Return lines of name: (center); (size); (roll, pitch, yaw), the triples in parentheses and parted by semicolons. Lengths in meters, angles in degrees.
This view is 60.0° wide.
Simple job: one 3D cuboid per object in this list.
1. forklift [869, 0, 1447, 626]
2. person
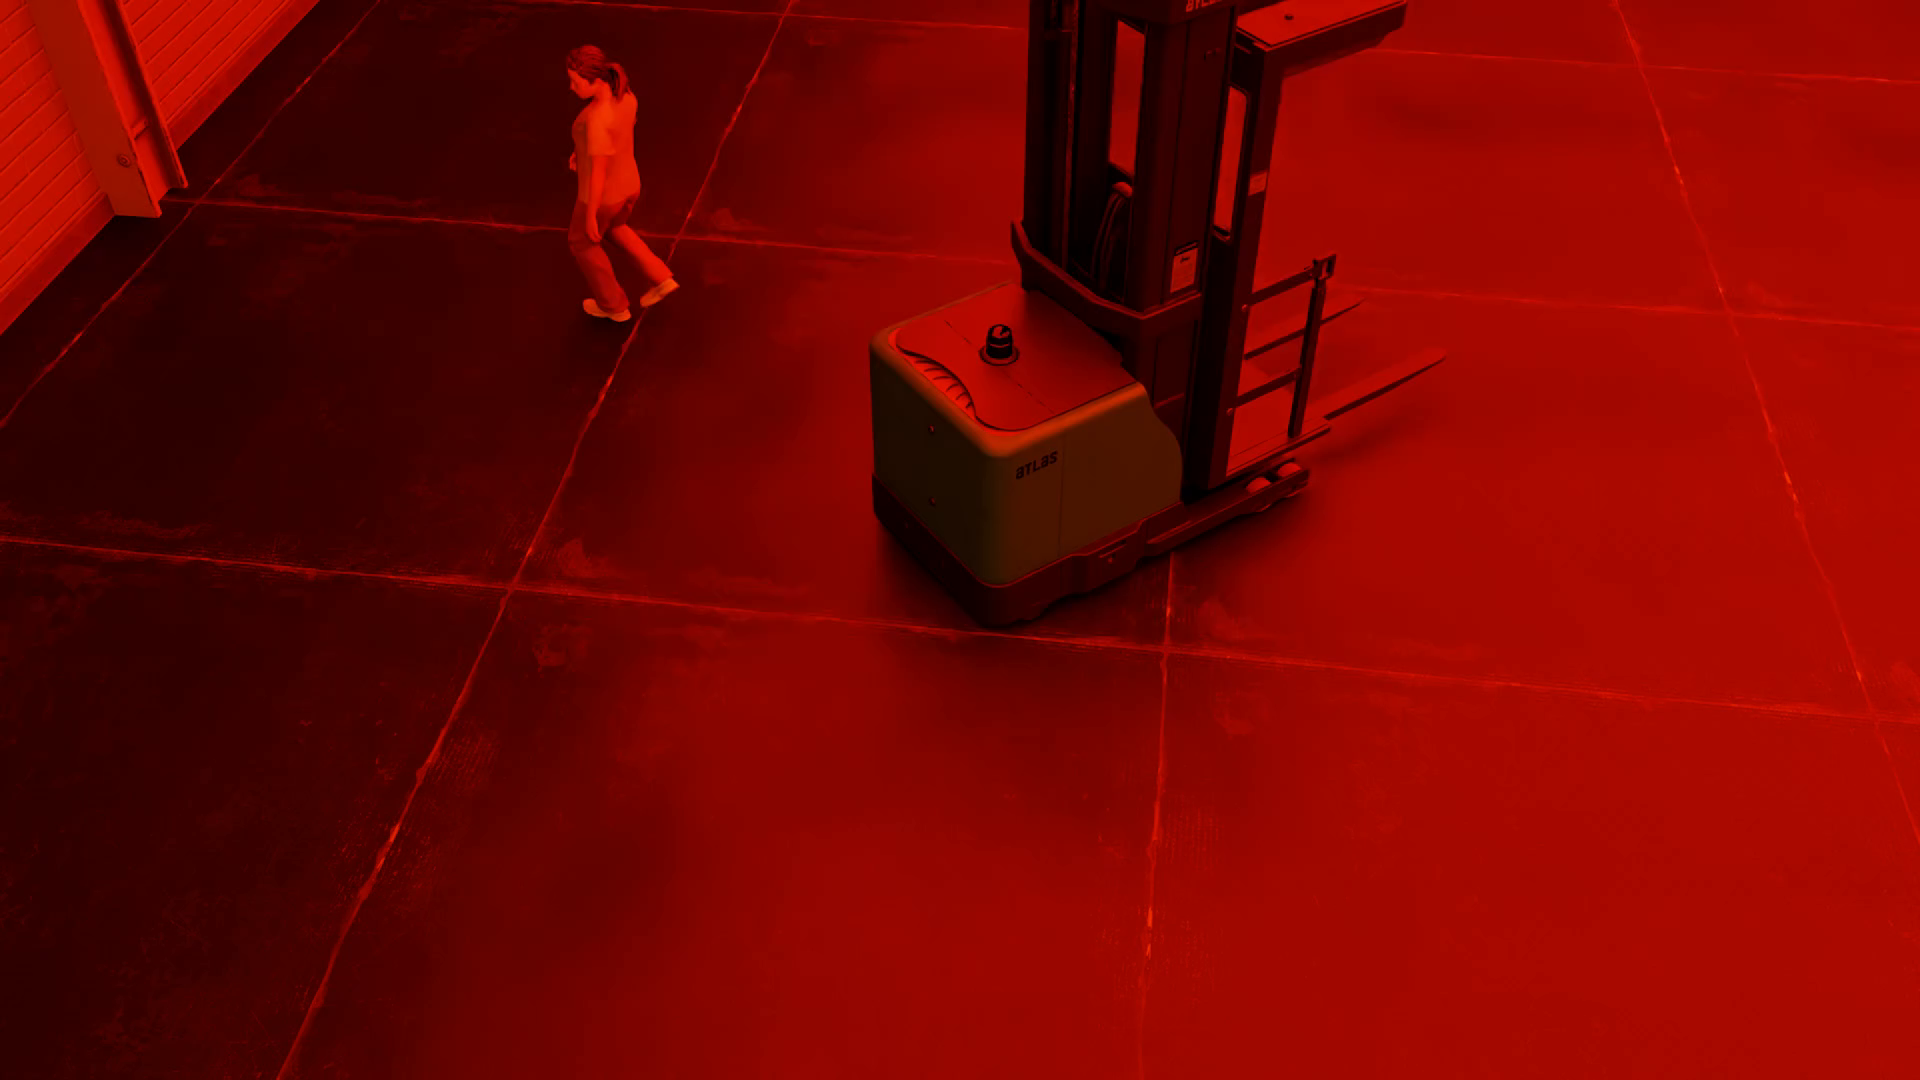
forklift: (1.089, -1.488, 7.344); (3.031, 2.935, 1.130); (-25, 48, -25)
person: (-1.864, -1.812, 8.666); (0.554, 1.630, 0.637); (20, 46, 21)
